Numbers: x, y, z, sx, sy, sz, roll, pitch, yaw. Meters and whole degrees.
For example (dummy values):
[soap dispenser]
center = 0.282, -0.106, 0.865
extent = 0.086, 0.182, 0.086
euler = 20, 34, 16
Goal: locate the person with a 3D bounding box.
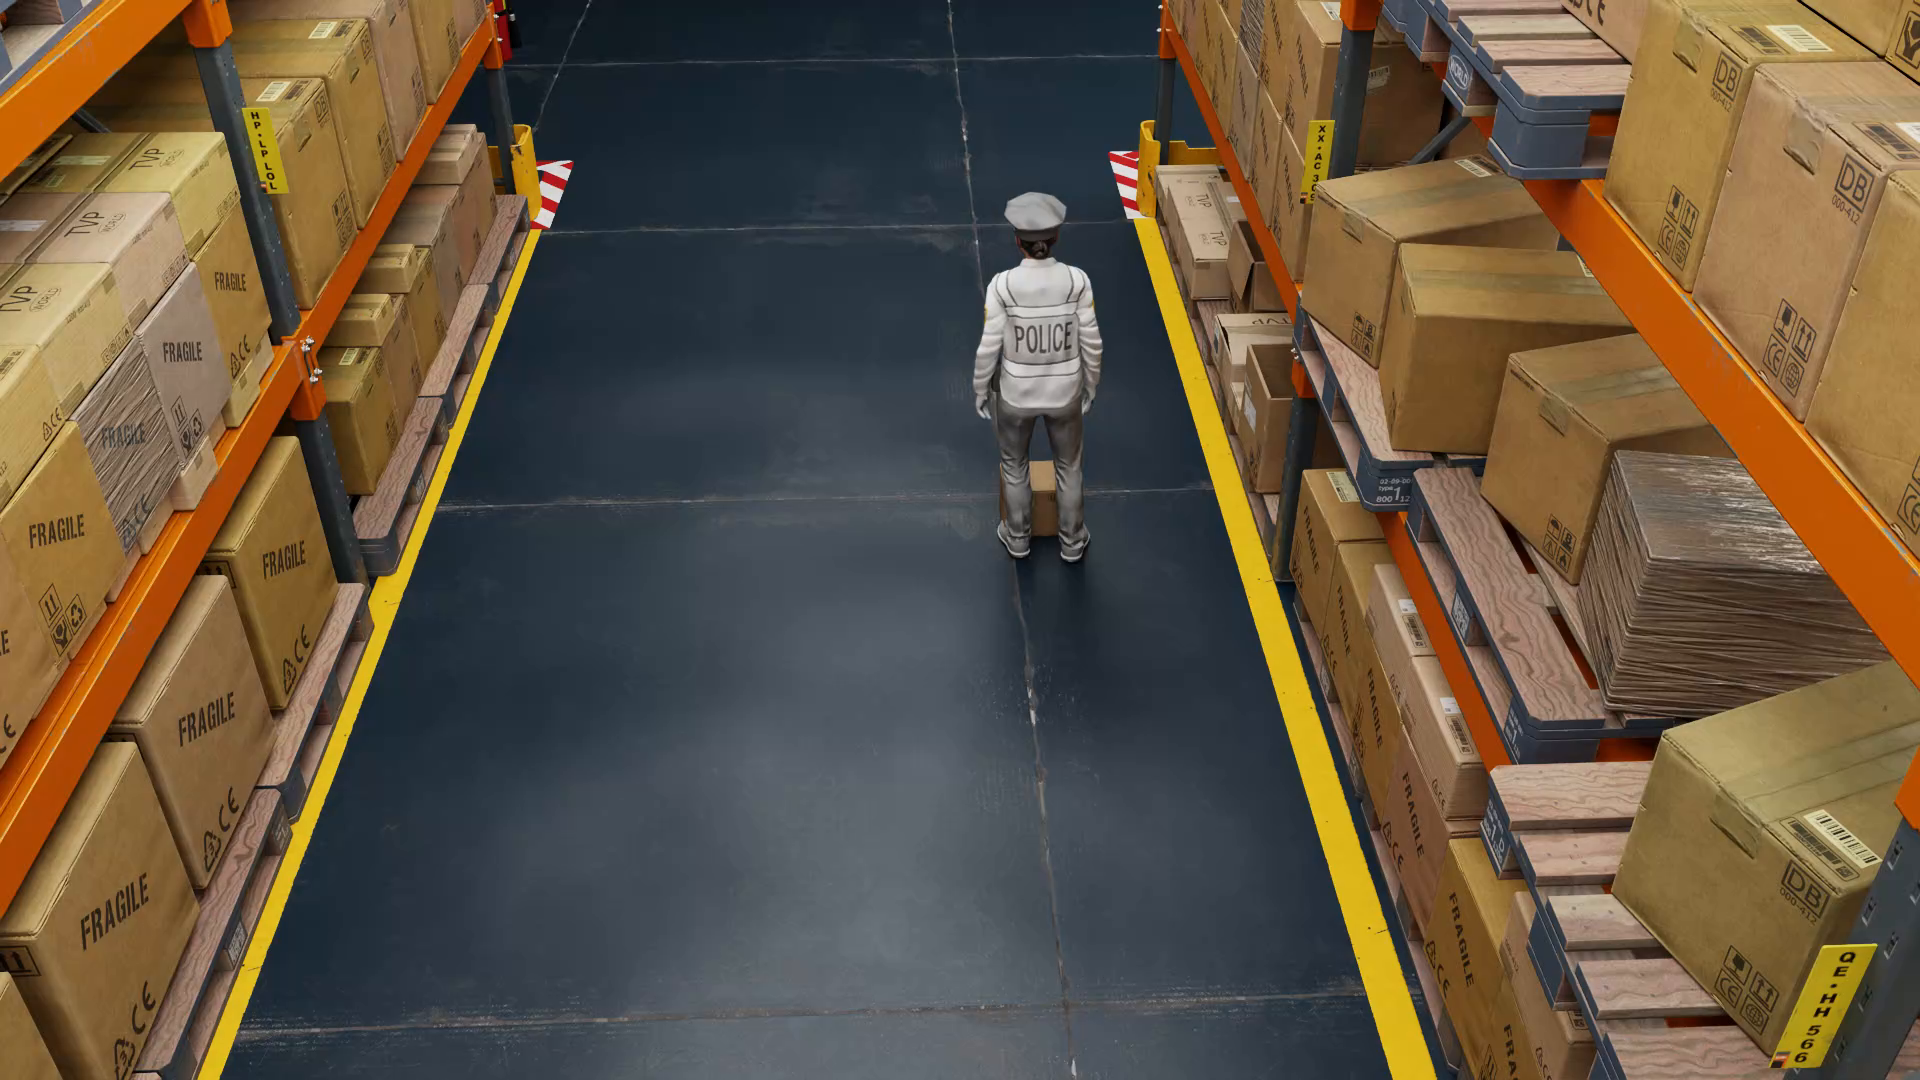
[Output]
[person]
center = 0.325, -0.638, 7.036
extent = 0.546, 1.667, 0.407
euler = -3, 36, -4
